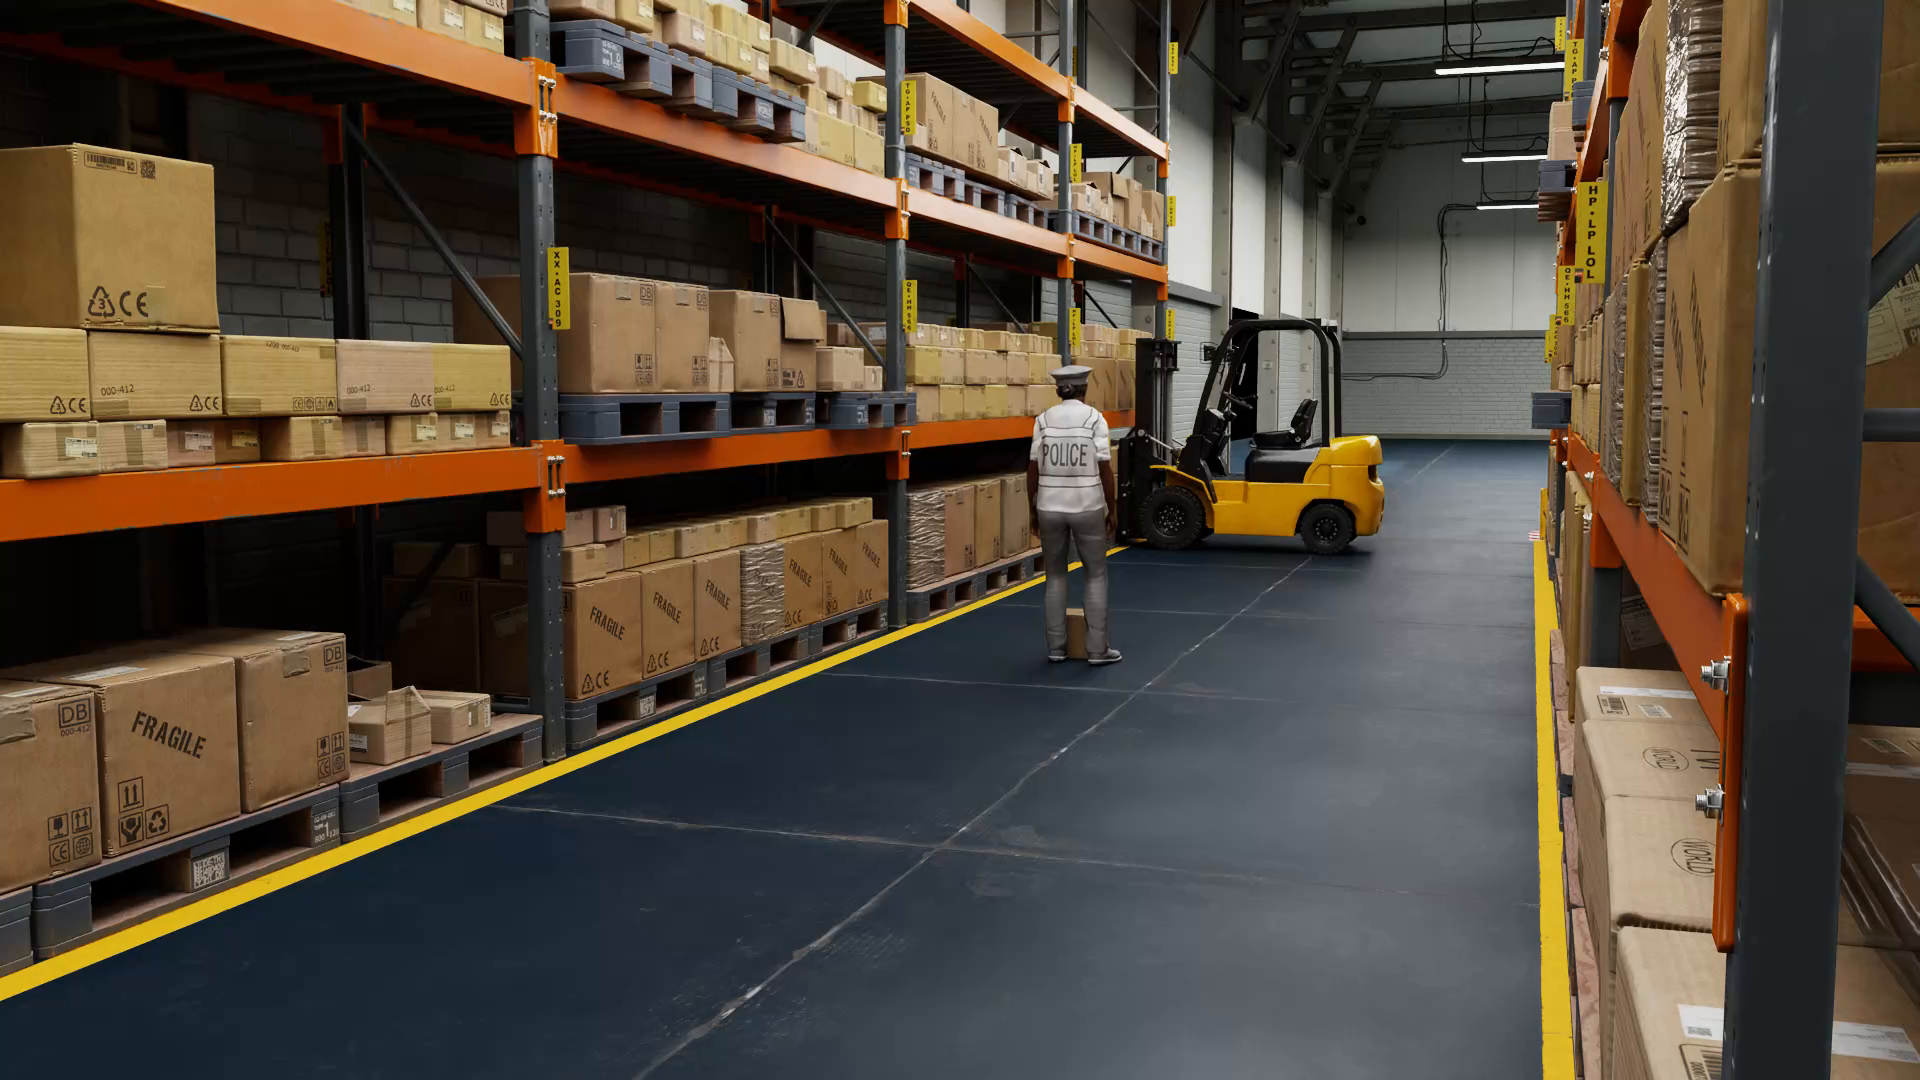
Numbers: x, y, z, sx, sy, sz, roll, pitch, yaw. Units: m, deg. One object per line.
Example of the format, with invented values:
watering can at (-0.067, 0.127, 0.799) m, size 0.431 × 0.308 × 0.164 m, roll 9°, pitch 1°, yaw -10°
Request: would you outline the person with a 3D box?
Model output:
person at (0.635, -0.142, 9.277) m, size 0.518 × 1.658 × 0.417 m, roll 2°, pitch 6°, yaw 17°
